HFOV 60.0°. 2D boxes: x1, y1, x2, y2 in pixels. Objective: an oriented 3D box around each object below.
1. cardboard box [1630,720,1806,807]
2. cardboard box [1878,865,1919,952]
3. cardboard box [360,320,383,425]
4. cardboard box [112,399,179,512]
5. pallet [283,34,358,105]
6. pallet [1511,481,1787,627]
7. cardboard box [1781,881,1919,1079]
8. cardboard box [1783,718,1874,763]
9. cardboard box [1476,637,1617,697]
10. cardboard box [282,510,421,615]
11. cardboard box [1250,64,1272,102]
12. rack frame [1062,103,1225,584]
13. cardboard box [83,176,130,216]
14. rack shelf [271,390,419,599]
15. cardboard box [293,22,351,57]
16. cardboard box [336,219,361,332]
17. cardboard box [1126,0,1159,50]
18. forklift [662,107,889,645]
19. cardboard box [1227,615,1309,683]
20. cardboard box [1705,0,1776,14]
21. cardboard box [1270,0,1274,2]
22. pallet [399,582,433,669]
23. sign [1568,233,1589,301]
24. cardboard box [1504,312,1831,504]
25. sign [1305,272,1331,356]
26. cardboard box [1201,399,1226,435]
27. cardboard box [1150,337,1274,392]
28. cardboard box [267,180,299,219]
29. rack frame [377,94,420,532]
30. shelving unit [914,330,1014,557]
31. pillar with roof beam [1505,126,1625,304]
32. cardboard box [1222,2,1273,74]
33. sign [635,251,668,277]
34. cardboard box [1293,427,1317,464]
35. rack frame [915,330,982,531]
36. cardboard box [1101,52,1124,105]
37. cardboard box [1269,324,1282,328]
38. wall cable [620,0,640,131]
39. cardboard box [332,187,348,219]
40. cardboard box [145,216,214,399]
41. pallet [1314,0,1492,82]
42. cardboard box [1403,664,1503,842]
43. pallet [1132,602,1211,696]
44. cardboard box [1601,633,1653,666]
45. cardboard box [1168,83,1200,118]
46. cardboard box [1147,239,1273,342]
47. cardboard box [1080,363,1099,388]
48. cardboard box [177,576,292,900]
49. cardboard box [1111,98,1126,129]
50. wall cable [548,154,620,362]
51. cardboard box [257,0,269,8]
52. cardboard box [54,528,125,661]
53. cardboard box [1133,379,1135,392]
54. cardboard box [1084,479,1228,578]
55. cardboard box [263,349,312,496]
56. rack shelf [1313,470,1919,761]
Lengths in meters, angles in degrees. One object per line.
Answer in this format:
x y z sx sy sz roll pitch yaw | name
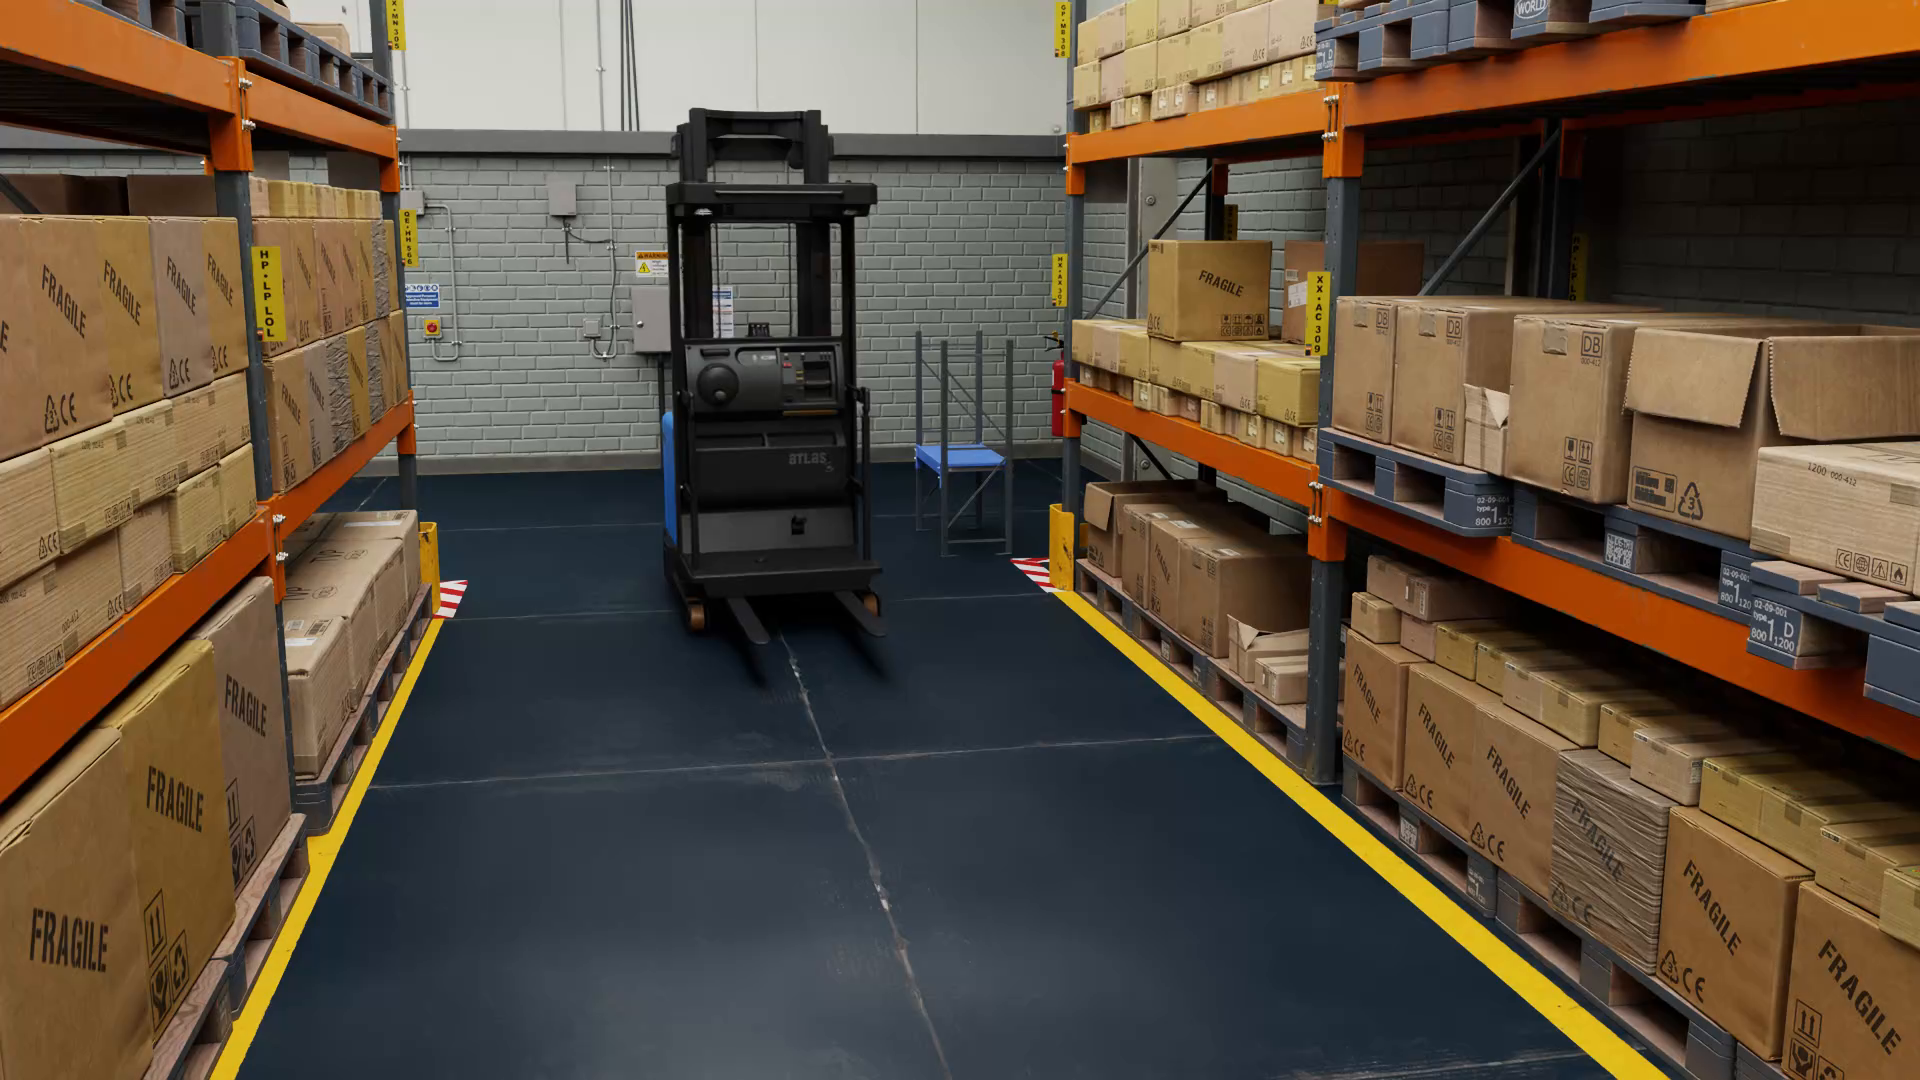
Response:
2.139 0.628 4.701 0.380 0.149 0.250 -3 11 -14 | cardboard box
2.286 0.824 3.675 0.380 0.149 0.250 -3 11 -14 | cardboard box
-3.164 -0.819 8.209 0.500 0.500 0.500 -2 11 -9 | cardboard box
-2.397 -0.215 4.369 0.500 0.250 0.500 -2 11 -10 | cardboard box
-3.315 -2.105 7.450 1.003 0.211 1.213 -2 11 -11 | pallet
2.331 -0.011 4.747 1.003 0.211 1.213 -2 11 -11 | pallet
2.334 1.111 3.901 0.500 0.500 0.500 -2 11 -12 | cardboard box
2.614 0.612 4.788 0.380 0.149 0.250 -2 11 -11 | cardboard box
2.002 0.440 5.689 0.380 0.149 0.250 -2 11 -12 | cardboard box
-3.484 0.135 9.197 0.875 0.438 0.875 -3 11 -13 | cardboard box
1.488 -1.983 7.241 0.380 0.149 0.250 -2 11 -9 | cardboard box
1.158 -1.216 10.565 1.000 3.000 0.127 -2 11 -11 | rack frame
-3.249 -1.258 6.106 0.380 0.149 0.250 -2 11 -10 | cardboard box
-3.321 -0.315 7.753 1.077 0.370 4.000 -2 11 -11 | rack shelf
-3.534 -2.611 8.882 0.500 0.250 0.500 -3 11 -16 | cardboard box
-3.063 -1.218 7.631 0.500 0.500 0.500 -2 11 -11 | cardboard box
1.190 -2.732 8.773 0.500 0.250 0.500 -2 11 -12 | cardboard box
-1.087 -0.993 9.576 1.130 2.935 3.031 -3 11 -15 | forklift
1.470 0.497 7.752 0.396 0.266 0.258 -2 11 -9 | cardboard box
2.180 -1.418 4.004 0.500 0.250 0.500 -2 11 -11 | cardboard box
1.602 -2.358 6.810 0.500 0.250 0.500 -2 11 -11 | cardboard box
-3.478 0.478 9.118 1.003 0.211 1.213 -2 11 -11 | pallet
2.480 -1.072 6.712 0.100 0.325 0.005 -2 11 -11 | sign
2.064 -0.402 4.898 0.700 0.500 0.500 -2 11 -11 | cardboard box
1.405 -0.887 6.519 0.100 0.325 0.005 -2 11 -11 | sign
1.378 -0.597 7.984 0.380 0.149 0.250 -2 11 -12 | cardboard box
1.302 -0.918 8.600 0.500 0.250 0.500 -2 11 -13 | cardboard box
-2.884 -1.367 6.682 0.380 0.149 0.250 -2 11 -11 | cardboard box
-3.710 -1.035 9.613 1.000 3.000 0.127 -2 11 -11 | rack frame
0.017 -0.721 11.974 0.538 1.500 1.048 -2 11 -11 | shelving unit
-1.538 -3.434 6.170 9.100 9.000 0.400 -2 11 -11 | pillar with roof beam
1.485 -2.203 7.332 0.500 0.250 0.500 -3 11 -13 | cardboard box
-2.835 -2.560 15.415 0.339 0.242 0.001 -2 11 -11 | sign
1.626 -0.409 6.993 0.380 0.149 0.250 -2 11 -10 | cardboard box
-0.082 -0.814 12.464 0.500 1.500 0.032 -2 11 -11 | rack frame
1.095 -2.579 9.305 0.500 0.250 0.500 -2 11 -10 | cardboard box
1.607 -1.120 9.662 0.500 0.250 0.500 -2 11 -11 | cardboard box
-1.615 -5.155 15.113 2.988 3.039 0.133 -2 11 -11 | wall cable
-3.142 -1.604 7.923 0.380 0.149 0.250 -2 11 -10 | cardboard box
-2.491 -0.674 4.776 0.500 0.500 0.500 -2 11 -10 | cardboard box
1.994 -1.742 5.806 1.213 0.211 1.003 -2 11 -11 | pallet
1.923 0.733 5.885 0.500 0.500 0.500 -2 11 -12 | cardboard box
1.563 0.537 8.811 1.003 0.211 1.213 -2 11 -11 | pallet
2.478 0.416 5.818 0.380 0.149 0.250 -3 11 -14 | cardboard box
1.248 -2.169 8.222 0.380 0.149 0.250 -2 11 -10 | cardboard box
1.274 -1.289 8.547 0.500 0.500 0.500 -2 11 -10 | cardboard box
0.953 -1.023 10.219 0.380 0.149 0.250 -2 11 -11 | cardboard box
-2.733 0.647 5.336 0.875 0.875 0.875 -2 11 -9 | cardboard box
1.049 -2.355 9.199 0.380 0.149 0.250 -2 11 -10 | cardboard box
-3.441 -2.621 15.229 0.588 1.984 0.122 -2 11 -11 | wall cable
-2.841 -2.195 6.027 0.500 0.500 0.500 -2 11 -10 | cardboard box
-2.315 0.126 3.911 0.500 0.250 0.500 -2 11 -11 | cardboard box
1.179 -0.834 9.226 0.380 0.149 0.250 -2 11 -10 | cardboard box
1.184 -0.081 10.152 0.797 0.503 0.637 -3 11 -13 | cardboard box
-2.767 -0.446 6.252 0.500 0.500 0.500 -2 11 -9 | cardboard box
2.325 0.237 4.851 1.077 0.370 4.000 -2 11 -11 | rack shelf
